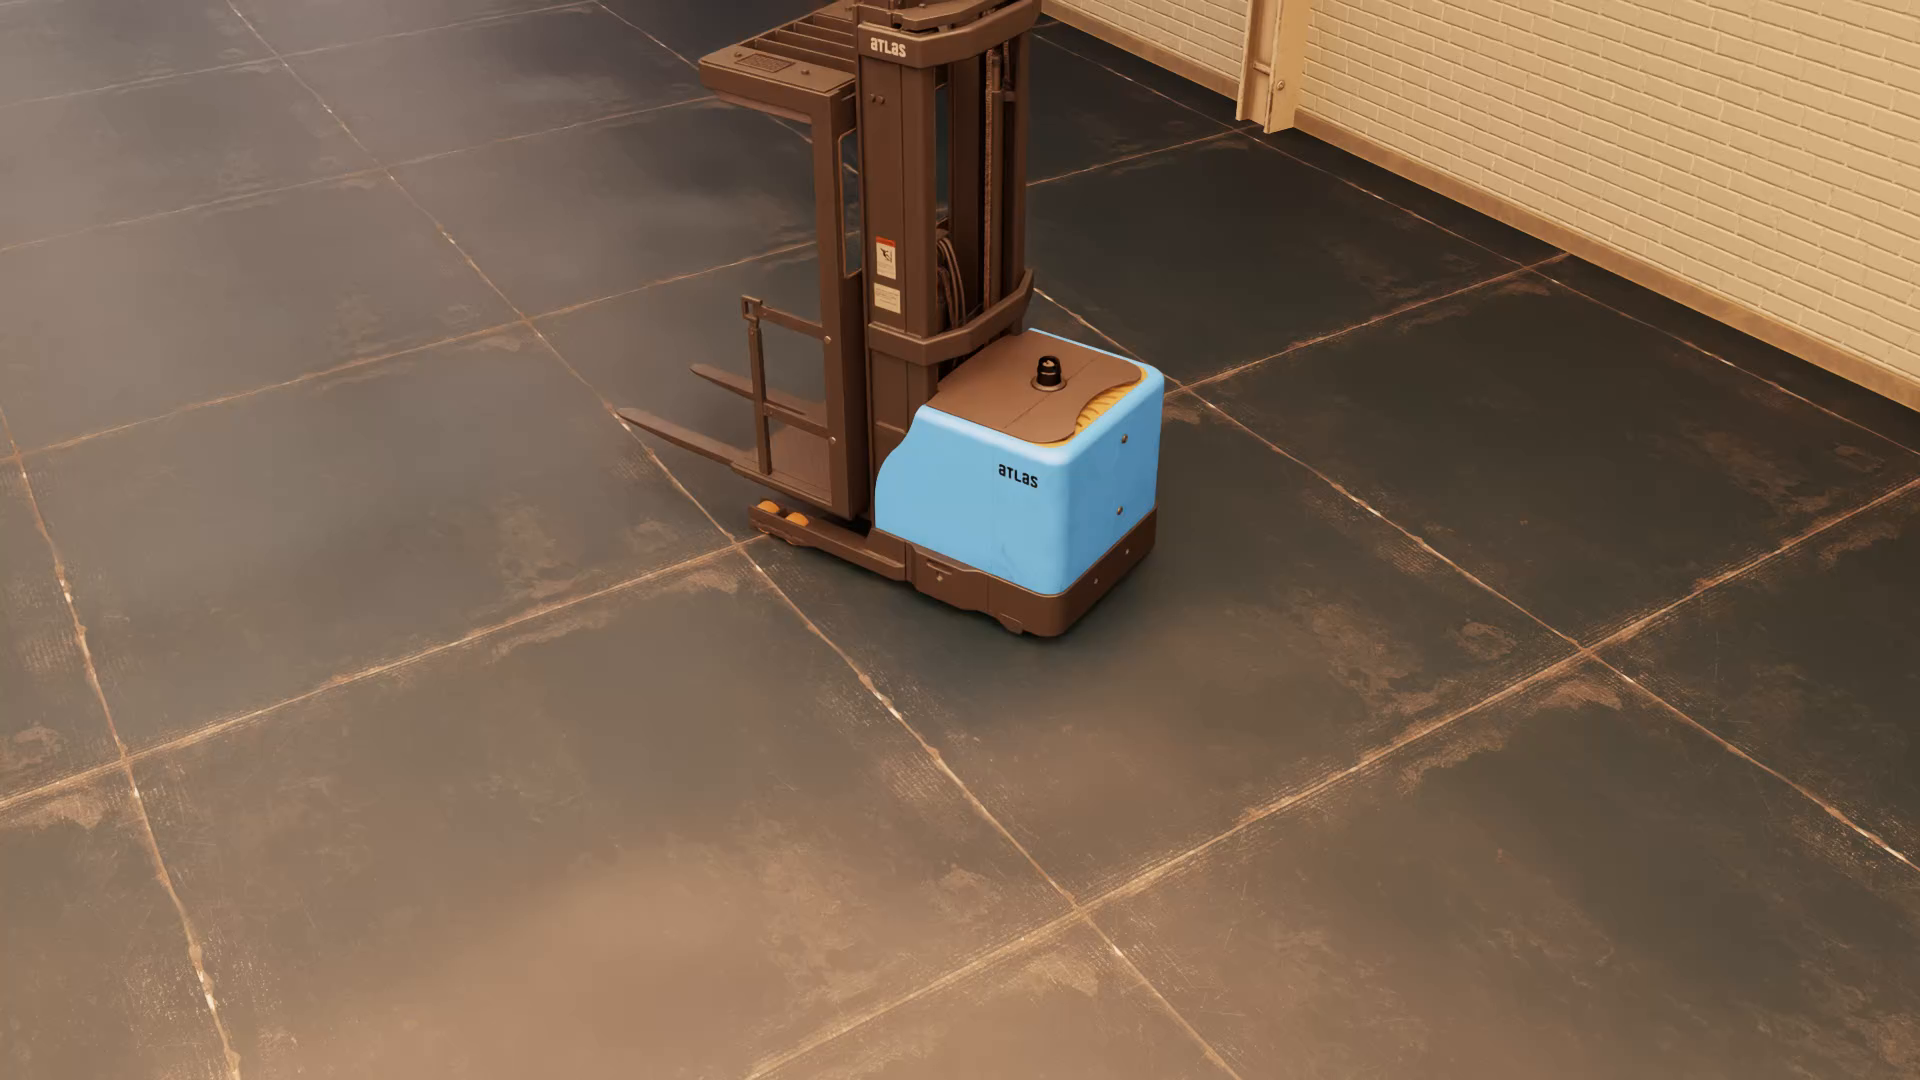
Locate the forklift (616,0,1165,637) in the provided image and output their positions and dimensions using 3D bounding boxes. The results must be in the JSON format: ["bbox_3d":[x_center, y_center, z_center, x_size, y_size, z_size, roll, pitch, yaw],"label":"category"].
[{"bbox_3d":[-0.500,-1.399,8.138,3.031,2.935,1.130,22,41,28],"label":"forklift"}]
